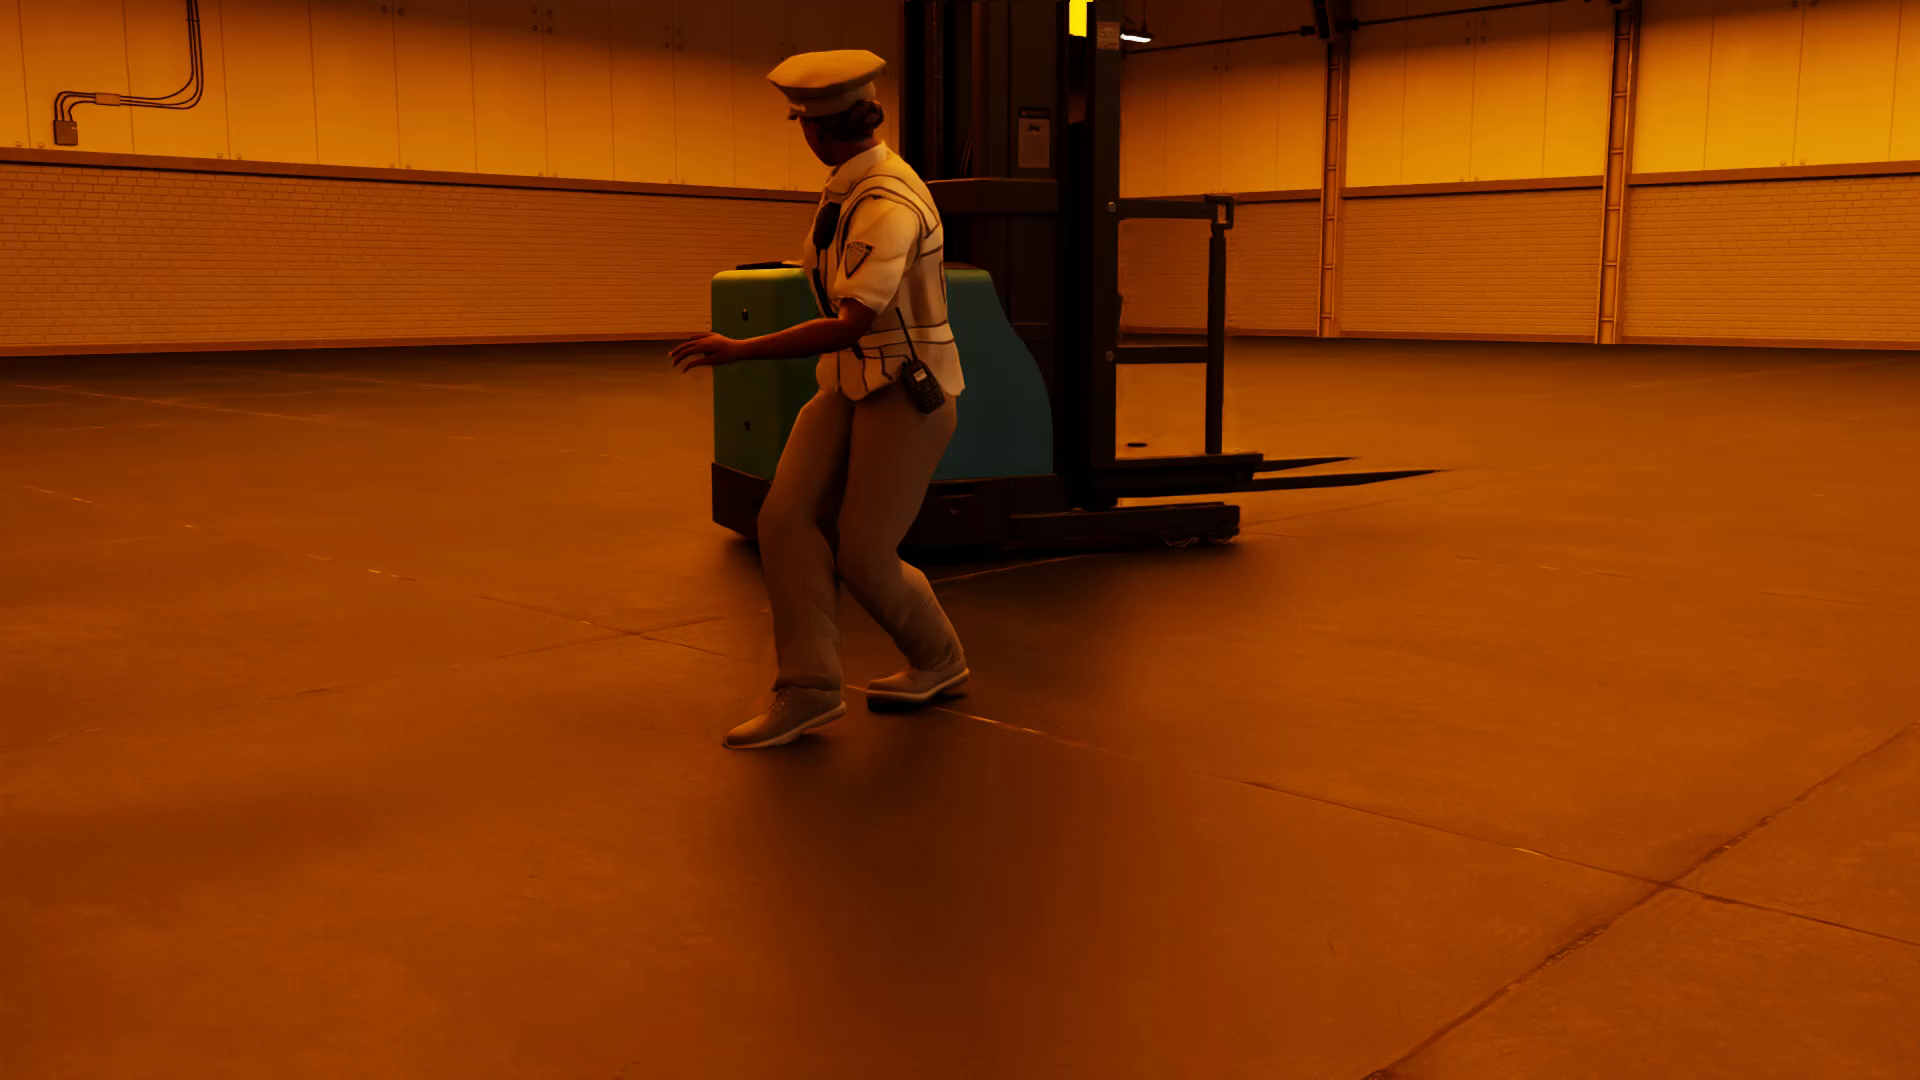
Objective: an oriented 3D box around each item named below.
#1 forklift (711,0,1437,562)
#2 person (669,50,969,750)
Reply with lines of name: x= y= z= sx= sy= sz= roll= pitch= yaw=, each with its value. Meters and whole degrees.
forklift: x=0.559 y=-1.486 z=6.742 sx=3.031 sy=2.935 sz=1.130 roll=-4 pitch=9 yaw=-23
person: x=-0.342 y=-0.343 z=3.902 sx=0.779 sy=1.552 sz=0.704 roll=-6 pitch=10 yaw=-34
